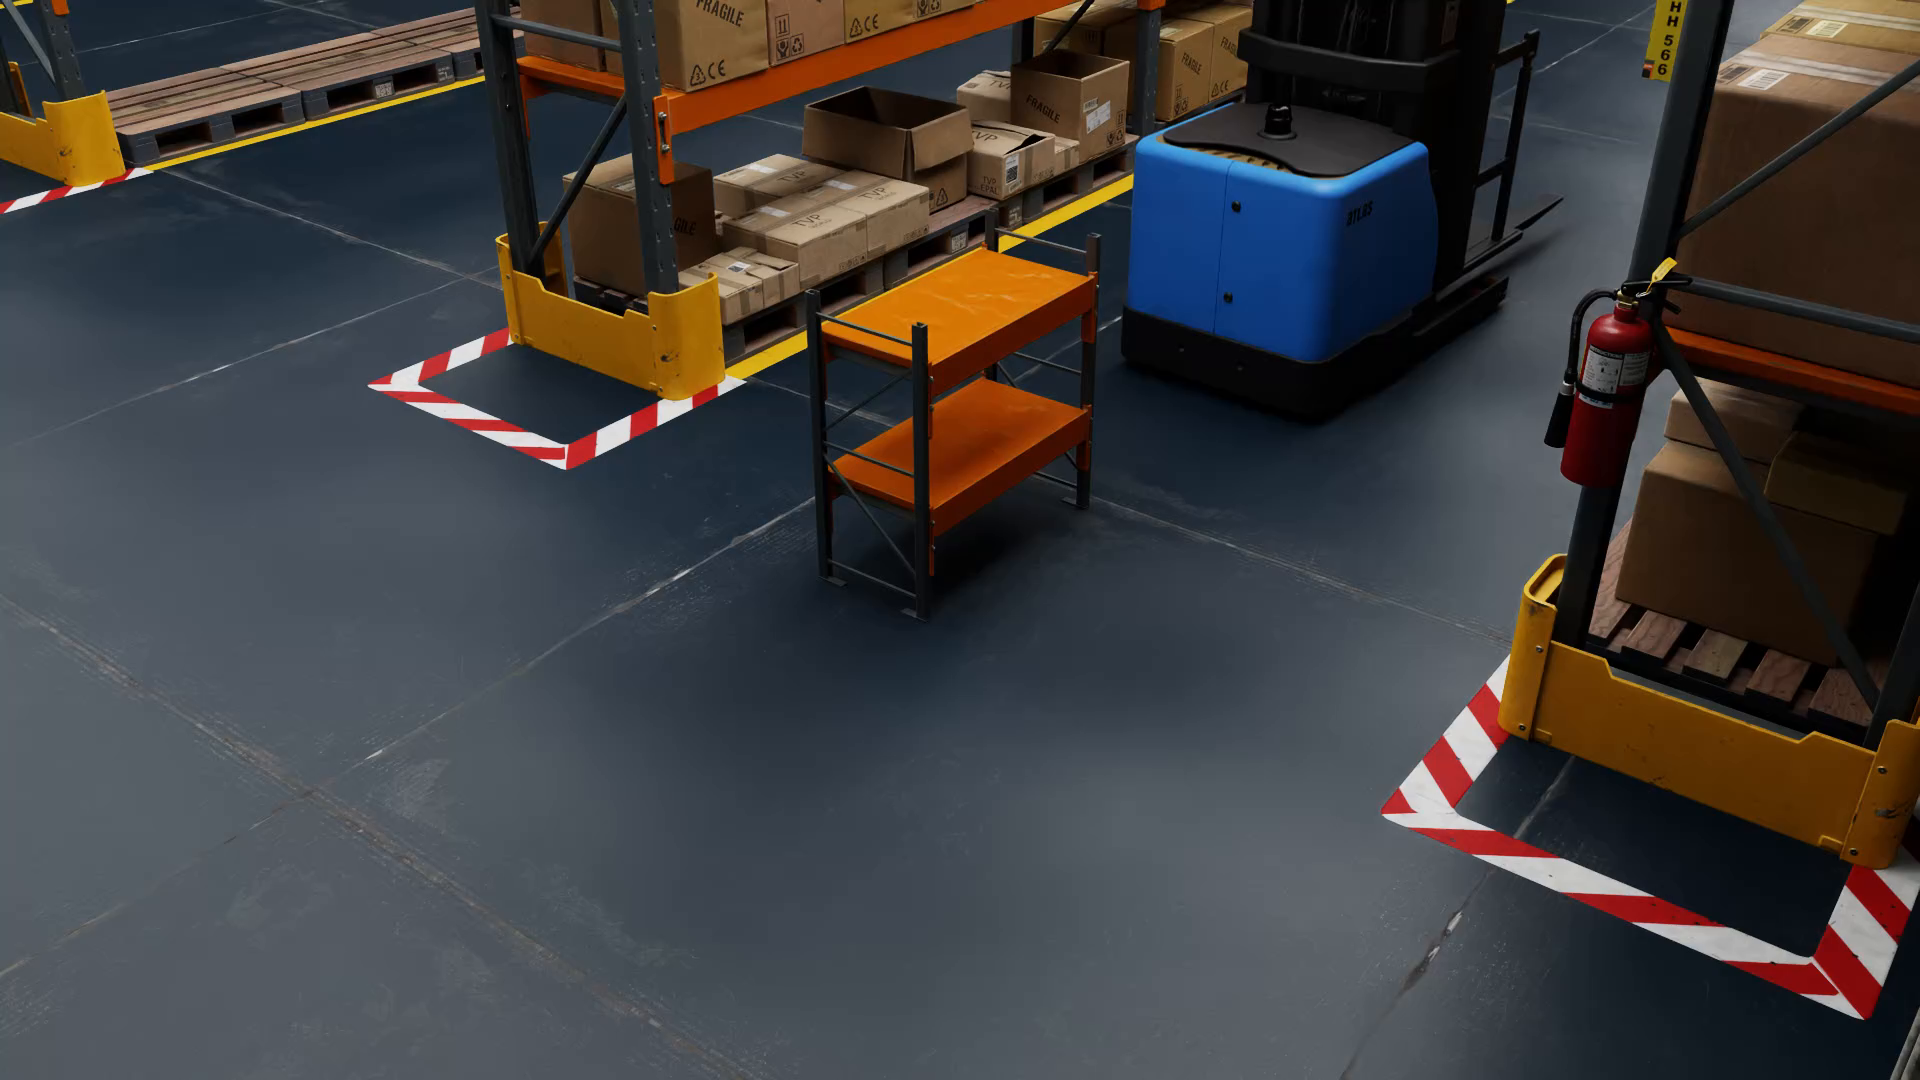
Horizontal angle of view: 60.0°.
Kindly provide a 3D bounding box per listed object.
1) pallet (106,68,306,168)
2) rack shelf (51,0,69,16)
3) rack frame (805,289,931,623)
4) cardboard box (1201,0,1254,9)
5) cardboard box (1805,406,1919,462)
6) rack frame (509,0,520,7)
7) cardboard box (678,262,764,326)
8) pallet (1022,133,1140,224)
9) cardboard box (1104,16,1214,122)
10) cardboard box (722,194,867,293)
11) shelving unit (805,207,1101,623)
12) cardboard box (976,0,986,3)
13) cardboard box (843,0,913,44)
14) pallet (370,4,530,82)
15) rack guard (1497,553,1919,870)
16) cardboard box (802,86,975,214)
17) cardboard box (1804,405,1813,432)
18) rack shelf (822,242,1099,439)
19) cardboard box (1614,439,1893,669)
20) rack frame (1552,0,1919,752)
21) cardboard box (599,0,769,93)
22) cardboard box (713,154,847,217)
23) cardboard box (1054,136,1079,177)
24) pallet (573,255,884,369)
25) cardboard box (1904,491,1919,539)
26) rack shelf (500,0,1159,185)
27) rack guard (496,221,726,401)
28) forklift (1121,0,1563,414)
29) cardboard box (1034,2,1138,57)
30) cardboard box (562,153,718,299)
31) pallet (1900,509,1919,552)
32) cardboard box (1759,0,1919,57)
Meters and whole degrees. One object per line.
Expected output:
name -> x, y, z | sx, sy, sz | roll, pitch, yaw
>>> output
pallet -> -5.079, -2.764, 10.812 | 1.003, 0.211, 1.213 | 21, 37, 31
rack shelf -> -4.401, -4.144, 11.111 | 1.077, 0.370, 4.000 | 21, 37, 31
rack frame -> -0.311, -0.275, 5.714 | 0.500, 1.125, 0.032 | 21, 37, 31
cardboard box -> 1.843, -3.705, 10.949 | 0.500, 0.250, 0.500 | 21, 37, 31
cardboard box -> 3.022, -0.385, 5.466 | 0.380, 0.149, 0.250 | 21, 37, 31
rack frame -> -3.194, -5.266, 12.299 | 1.000, 3.000, 0.127 | 21, 37, 31
cardboard box -> -1.135, -1.142, 7.704 | 0.380, 0.149, 0.250 | 21, 37, 31
pallet -> 0.338, -2.262, 9.964 | 1.003, 0.211, 1.213 | 21, 37, 31
cardboard box -> 1.240, -2.976, 10.454 | 0.500, 0.500, 0.500 | 19, 36, 29
cardboard box -> -0.805, -1.458, 8.138 | 0.500, 0.250, 0.500 | 21, 37, 31
shelving unit -> -0.004, -0.481, 6.063 | 0.538, 1.125, 1.048 | 21, 37, 31
cardboard box -> 0.038, -3.082, 8.515 | 0.500, 0.500, 0.500 | 22, 37, 32
cardboard box -> -0.571, -2.671, 7.822 | 0.500, 0.500, 0.500 | 21, 37, 31
pallet -> -3.607, -3.756, 12.485 | 1.003, 0.211, 1.213 | 21, 37, 31
rack guard -> 2.276, 0.493, 5.032 | 1.175, 0.500, 0.348 | 21, 37, 31
cardboard box -> -0.377, -2.091, 8.957 | 0.797, 0.503, 0.637 | 21, 37, 31
cardboard box -> 2.719, -0.504, 5.666 | 0.380, 0.149, 0.250 | 22, 37, 33
rack shelf -> -0.004, -0.733, 5.914 | 0.538, 0.278, 1.000 | 21, 37, 31
cardboard box -> 2.633, -0.012, 5.473 | 0.700, 0.500, 0.500 | 21, 37, 31
rack frame -> 2.290, -0.592, 4.411 | 1.000, 3.000, 0.127 | 21, 37, 31
cardboard box -> -1.183, -2.257, 7.123 | 0.500, 0.500, 0.500 | 22, 37, 32
cardboard box -> -0.932, -1.795, 8.706 | 0.500, 0.250, 0.500 | 21, 37, 31
cardboard box -> 0.457, -2.214, 9.512 | 0.380, 0.149, 0.250 | 21, 37, 31
pallet -> -1.135, -1.270, 8.291 | 1.003, 0.211, 1.213 | 21, 37, 31
cardboard box -> 3.238, -0.420, 6.162 | 0.700, 0.500, 0.500 | 20, 36, 30
rack shelf -> -0.454, -2.618, 8.536 | 1.077, 0.370, 4.000 | 21, 37, 31
rack guard -> -1.615, -1.070, 7.670 | 1.175, 0.500, 0.348 | 21, 37, 31
forklift -> 2.075, -2.478, 7.661 | 1.130, 2.935, 3.031 | 23, 38, 34
cardboard box -> 0.823, -3.143, 10.736 | 0.500, 0.500, 0.500 | 21, 37, 31
cardboard box -> -1.529, -1.525, 8.007 | 0.500, 0.500, 0.500 | 21, 37, 31
pallet -> 3.447, -0.235, 6.544 | 1.003, 0.211, 1.213 | 21, 37, 31
cardboard box -> 3.020, -1.230, 5.194 | 0.980, 0.700, 0.700 | 21, 36, 31
